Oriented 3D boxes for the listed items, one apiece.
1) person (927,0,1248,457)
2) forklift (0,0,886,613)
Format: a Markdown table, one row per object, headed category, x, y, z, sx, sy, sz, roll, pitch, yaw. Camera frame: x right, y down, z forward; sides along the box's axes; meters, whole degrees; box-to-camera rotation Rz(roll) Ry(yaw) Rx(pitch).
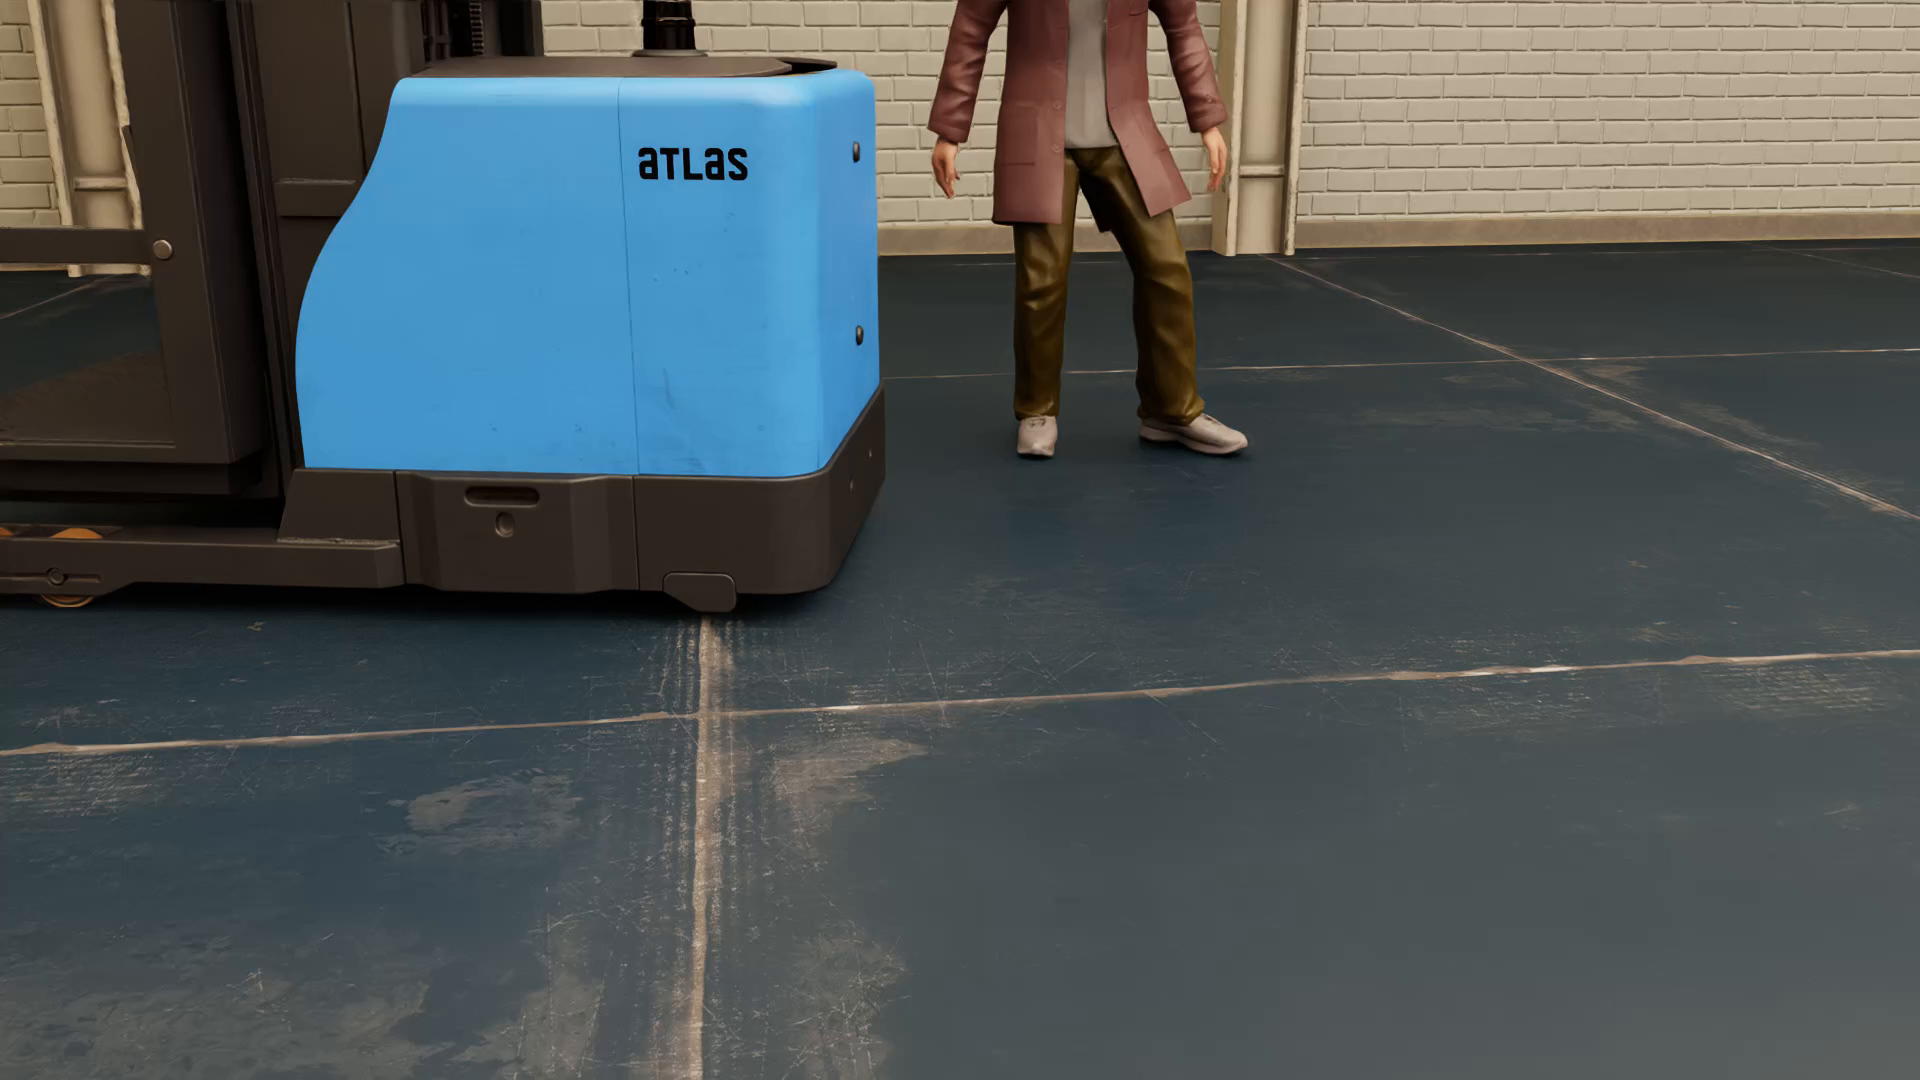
| category | x | y | z | sx | sy | sz | roll | pitch | yaw |
| --- | --- | --- | --- | --- | --- | --- | --- | --- | --- |
| person | 0.361 | -1.107 | 4.623 | 0.890 | 1.750 | 0.423 | -2 | 17 | -7 |
| forklift | -1.736 | -1.410 | 3.564 | 3.031 | 2.935 | 1.130 | 1 | 17 | 5 |
